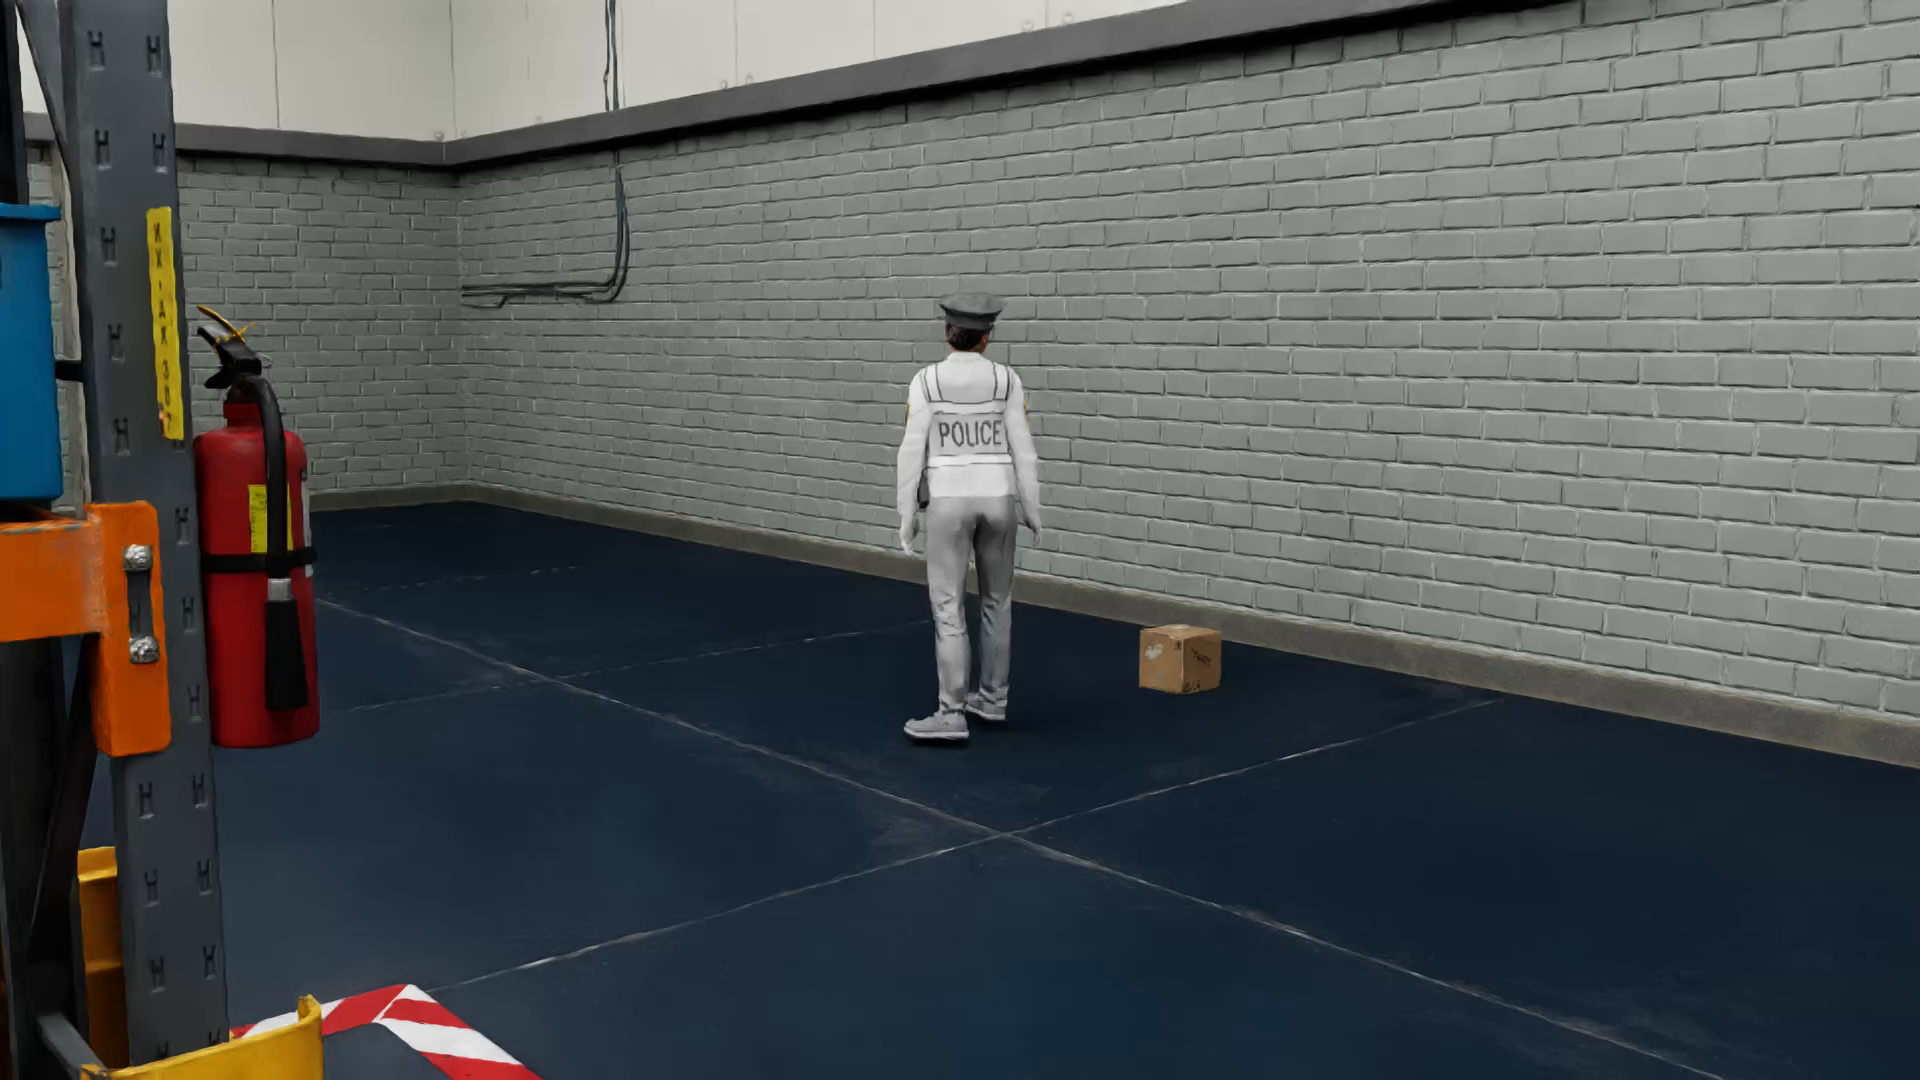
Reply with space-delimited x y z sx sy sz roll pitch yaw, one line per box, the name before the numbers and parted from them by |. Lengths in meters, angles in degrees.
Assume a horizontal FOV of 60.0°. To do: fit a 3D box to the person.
person | 0.039 -0.105 6.355 0.557 1.673 0.532 -2 8 -14
